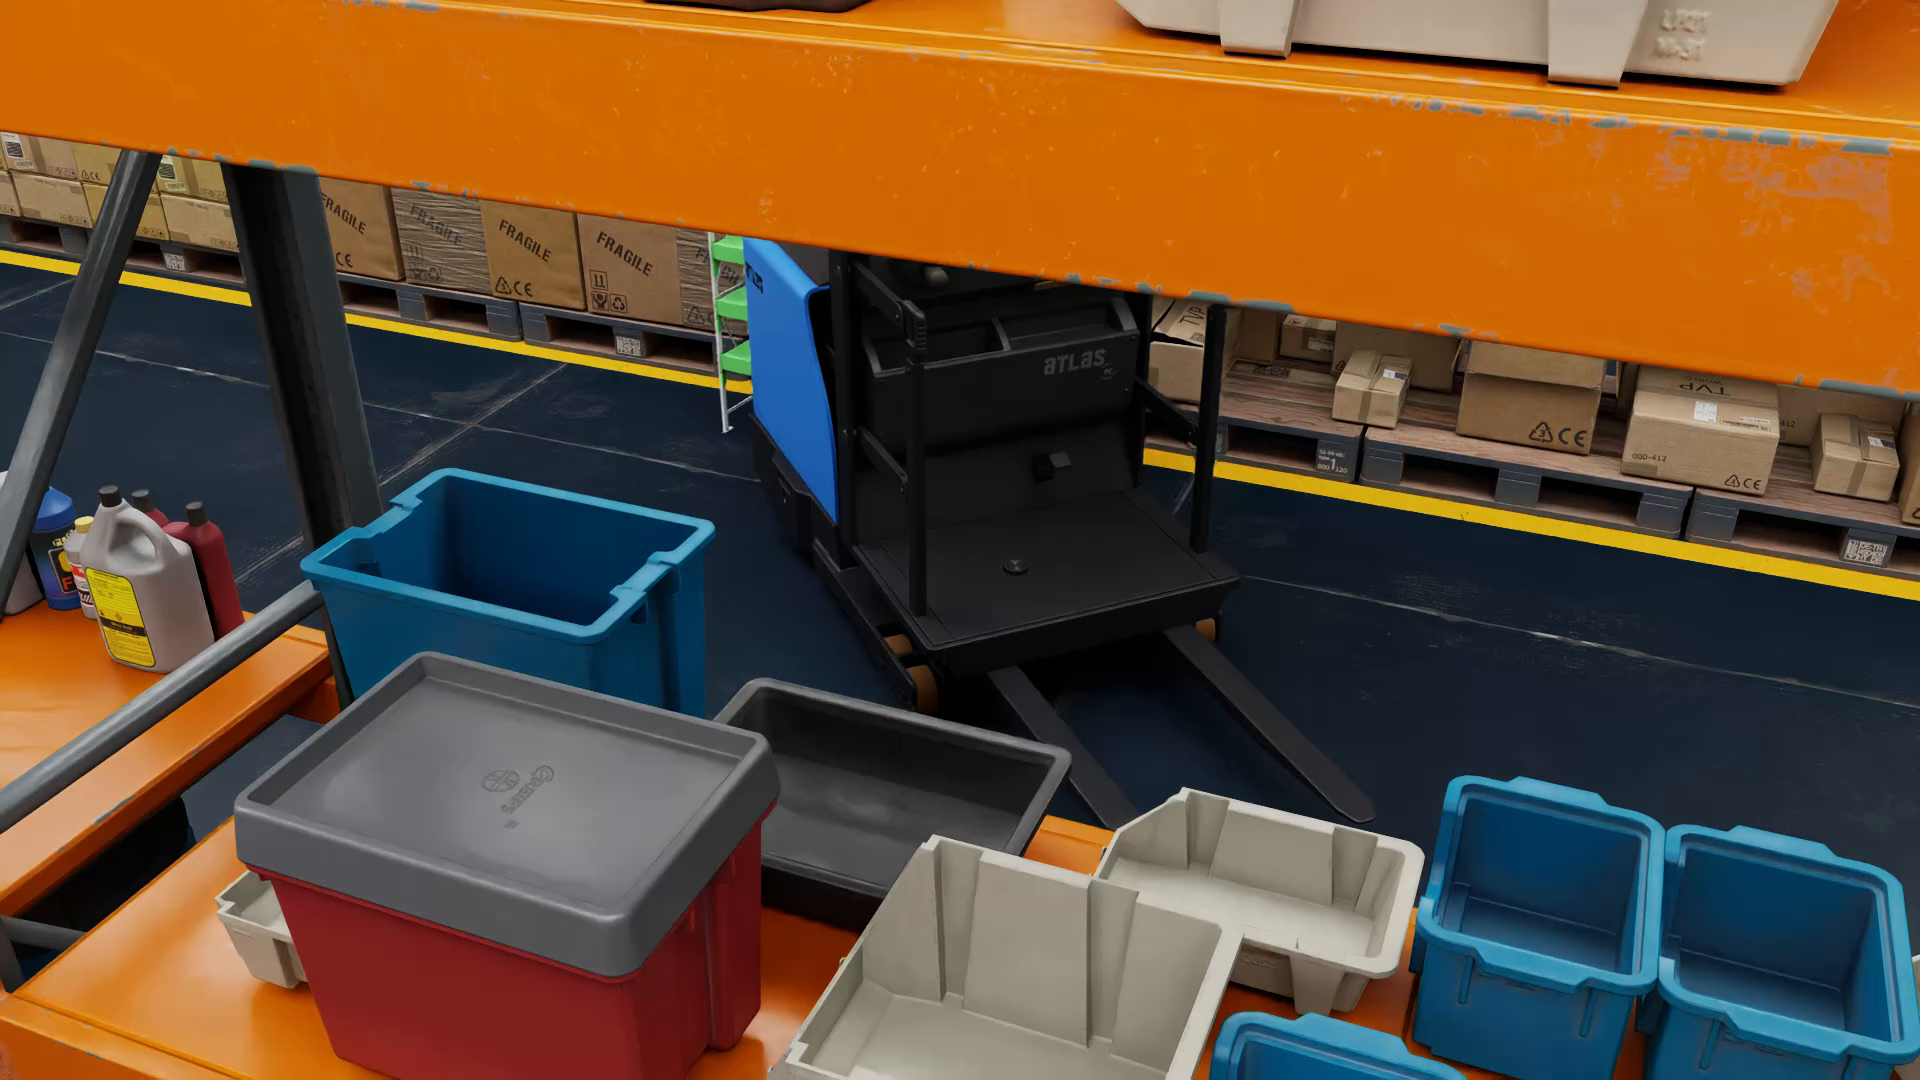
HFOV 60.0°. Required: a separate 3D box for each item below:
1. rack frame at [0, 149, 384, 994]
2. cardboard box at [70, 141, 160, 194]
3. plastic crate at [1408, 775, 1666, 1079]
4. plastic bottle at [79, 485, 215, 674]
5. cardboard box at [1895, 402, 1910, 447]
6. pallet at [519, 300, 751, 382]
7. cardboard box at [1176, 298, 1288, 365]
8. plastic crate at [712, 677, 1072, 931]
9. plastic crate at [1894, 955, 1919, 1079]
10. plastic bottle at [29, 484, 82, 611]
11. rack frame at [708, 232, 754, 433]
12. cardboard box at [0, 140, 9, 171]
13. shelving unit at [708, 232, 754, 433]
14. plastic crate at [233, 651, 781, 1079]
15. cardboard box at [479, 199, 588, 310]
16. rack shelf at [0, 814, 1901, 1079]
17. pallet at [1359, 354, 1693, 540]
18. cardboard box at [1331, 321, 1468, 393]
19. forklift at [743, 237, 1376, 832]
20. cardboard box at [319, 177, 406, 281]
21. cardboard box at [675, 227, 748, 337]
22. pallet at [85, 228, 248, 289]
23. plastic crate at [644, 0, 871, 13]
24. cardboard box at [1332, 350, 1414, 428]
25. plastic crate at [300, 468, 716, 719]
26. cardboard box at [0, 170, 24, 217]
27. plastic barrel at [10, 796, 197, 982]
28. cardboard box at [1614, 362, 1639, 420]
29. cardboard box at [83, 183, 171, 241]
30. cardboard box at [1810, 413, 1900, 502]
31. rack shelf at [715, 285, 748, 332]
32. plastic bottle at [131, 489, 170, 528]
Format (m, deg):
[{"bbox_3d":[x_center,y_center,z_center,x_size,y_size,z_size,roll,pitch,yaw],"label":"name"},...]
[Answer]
[{"bbox_3d":[-1.305,0.265,2.734,0.053,2.616,0.949,11,31,19],"label":"rack frame"},{"bbox_3d":[-4.206,-2.043,8.613,0.500,0.311,0.500,11,31,18],"label":"cardboard box"},{"bbox_3d":[0.800,0.555,2.329,0.300,0.233,0.416,11,31,19],"label":"plastic crate"},{"bbox_3d":[-1.545,0.064,3.138,0.185,0.351,0.144,11,31,19],"label":"plastic bottle"},{"bbox_3d":[3.778,-0.493,6.507,0.250,0.166,0.380,11,31,19],"label":"cardboard box"},{"bbox_3d":[-1.340,-1.139,8.051,1.213,0.211,1.003,11,31,19],"label":"pallet"},{"bbox_3d":[1.197,-1.122,7.280,0.500,0.500,0.500,11,31,19],"label":"cardboard box"},{"bbox_3d":[-0.165,0.441,2.640,0.590,0.125,0.437,11,31,19],"label":"plastic crate"},{"bbox_3d":[1.403,0.673,2.217,0.298,0.136,0.250,11,31,19],"label":"plastic crate"},{"bbox_3d":[-1.811,0.001,3.331,0.097,0.271,0.097,0,29,0],"label":"plastic bottle"},{"bbox_3d":[-0.940,-1.029,6.850,0.015,1.200,0.240,15,33,25],"label":"rack frame"},{"bbox_3d":[-5.137,-2.231,8.946,0.500,0.311,0.500,12,32,20],"label":"cardboard box"},{"bbox_3d":[-0.727,-0.970,6.747,0.503,1.200,0.258,15,33,25],"label":"shelving unit"},{"bbox_3d":[-0.571,0.489,2.211,0.583,0.464,0.402,11,31,19],"label":"plastic crate"},{"bbox_3d":[-1.880,-1.434,7.832,0.500,0.500,0.500,11,31,18],"label":"cardboard box"},{"bbox_3d":[0.550,0.946,2.259,4.000,0.370,1.077,11,31,19],"label":"rack shelf"},{"bbox_3d":[2.333,-0.428,6.794,1.213,0.211,1.003,11,31,19],"label":"pallet"},{"bbox_3d":[1.892,-0.901,7.081,0.500,0.311,0.500,11,31,19],"label":"cardboard box"},{"bbox_3d":[0.221,-0.955,4.960,1.130,2.935,3.031,-12,32,-20],"label":"forklift"},{"bbox_3d":[-2.830,-1.624,8.167,0.500,0.500,0.500,13,32,21],"label":"cardboard box"},{"bbox_3d":[-0.922,-1.247,7.501,0.500,0.500,0.500,12,32,20],"label":"cardboard box"},{"bbox_3d":[-3.893,-1.691,9.027,1.213,0.211,1.003,11,31,19],"label":"pallet"},{"bbox_3d":[-0.256,-0.631,1.403,0.590,0.269,0.497,11,31,19],"label":"plastic crate"},{"bbox_3d":[1.675,-0.621,6.733,0.250,0.166,0.380,11,31,19],"label":"cardboard box"},{"bbox_3d":[-0.743,0.175,2.848,0.575,0.384,0.392,11,31,19],"label":"plastic crate"},{"bbox_3d":[-5.145,-1.989,9.088,0.500,0.250,0.500,12,32,20],"label":"cardboard box"},{"bbox_3d":[-1.801,0.885,3.341,0.708,0.901,0.600,11,31,19],"label":"plastic barrel"},{"bbox_3d":[2.945,-0.664,6.724,0.500,0.250,0.500,11,31,19],"label":"cardboard box"},{"bbox_3d":[-4.203,-1.800,8.755,0.500,0.250,0.500,11,31,19],"label":"cardboard box"},{"bbox_3d":[3.331,-0.317,6.195,0.250,0.166,0.380,11,31,19],"label":"cardboard box"},{"bbox_3d":[-0.727,-0.915,6.779,0.480,0.148,0.258,15,33,25],"label":"rack shelf"},{"bbox_3d":[-1.607,0.027,3.273,0.133,0.283,0.061,11,31,19],"label":"plastic bottle"}]
